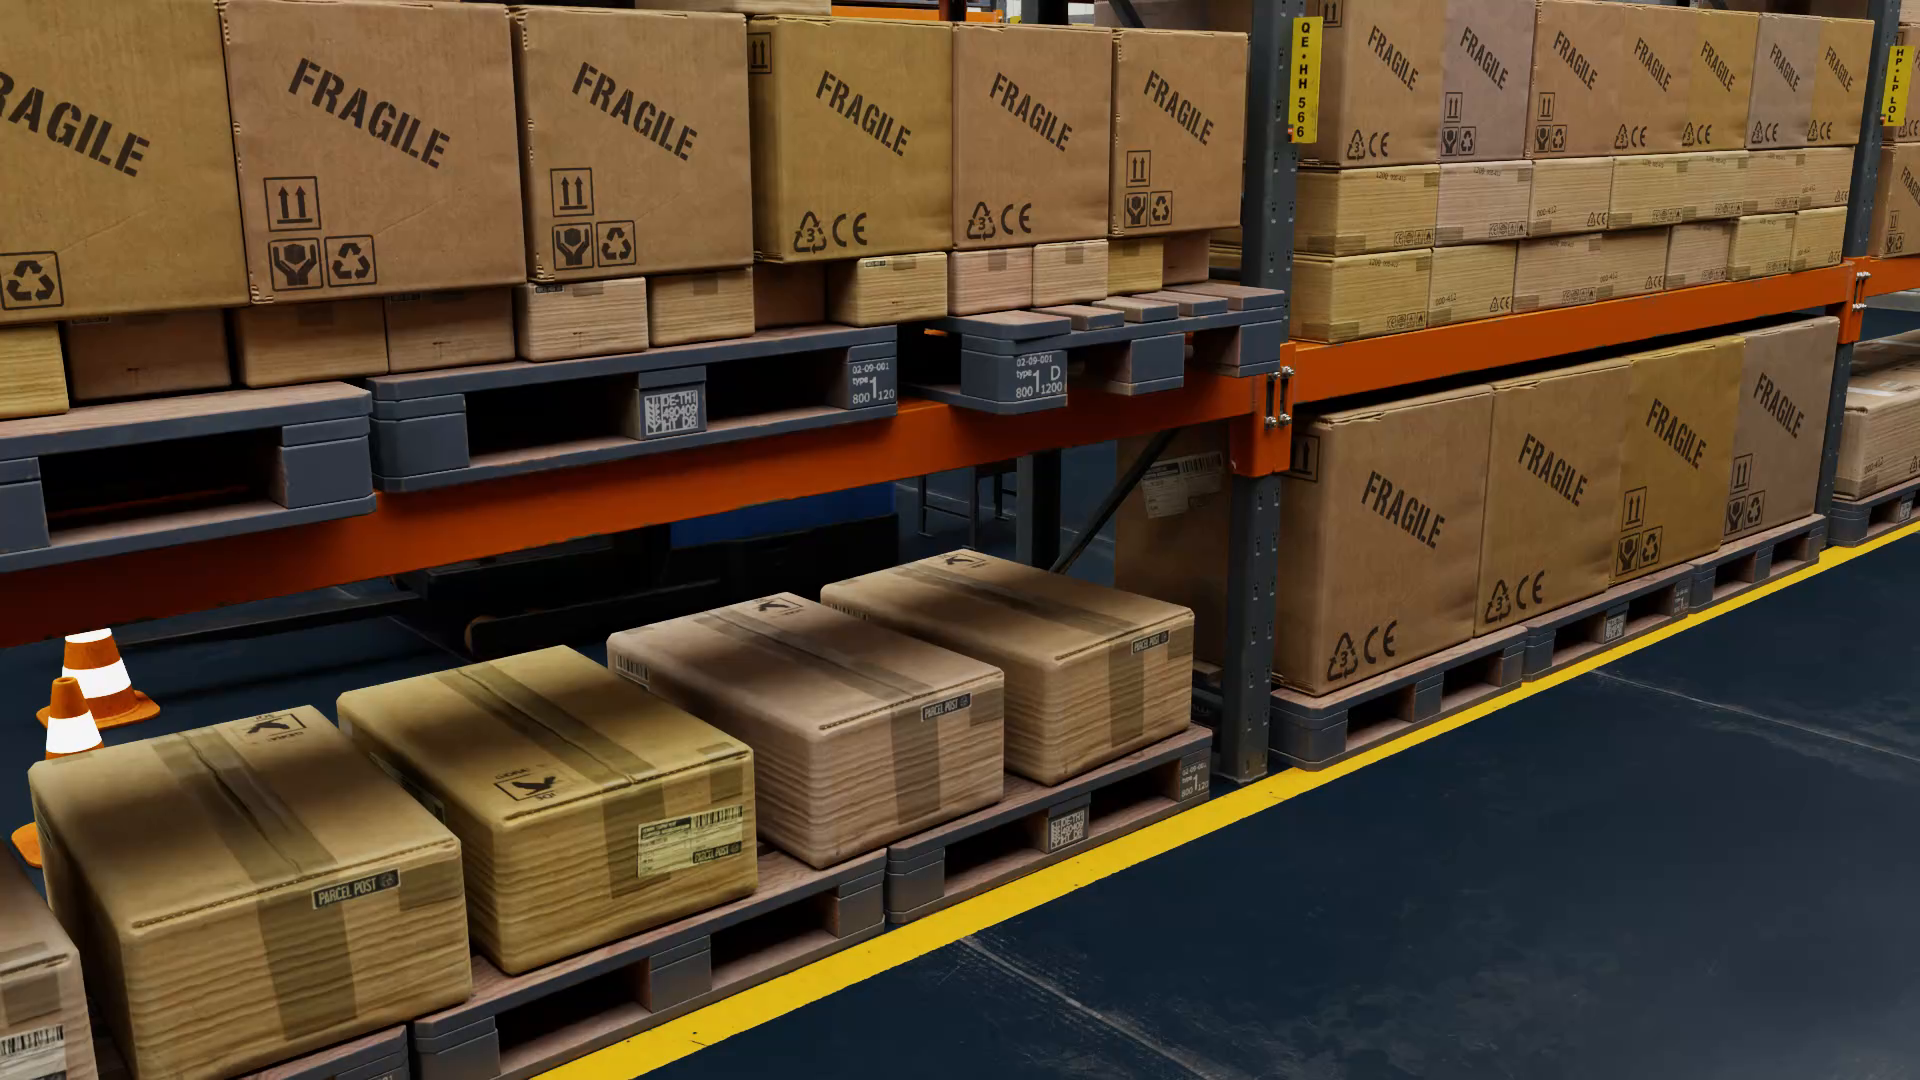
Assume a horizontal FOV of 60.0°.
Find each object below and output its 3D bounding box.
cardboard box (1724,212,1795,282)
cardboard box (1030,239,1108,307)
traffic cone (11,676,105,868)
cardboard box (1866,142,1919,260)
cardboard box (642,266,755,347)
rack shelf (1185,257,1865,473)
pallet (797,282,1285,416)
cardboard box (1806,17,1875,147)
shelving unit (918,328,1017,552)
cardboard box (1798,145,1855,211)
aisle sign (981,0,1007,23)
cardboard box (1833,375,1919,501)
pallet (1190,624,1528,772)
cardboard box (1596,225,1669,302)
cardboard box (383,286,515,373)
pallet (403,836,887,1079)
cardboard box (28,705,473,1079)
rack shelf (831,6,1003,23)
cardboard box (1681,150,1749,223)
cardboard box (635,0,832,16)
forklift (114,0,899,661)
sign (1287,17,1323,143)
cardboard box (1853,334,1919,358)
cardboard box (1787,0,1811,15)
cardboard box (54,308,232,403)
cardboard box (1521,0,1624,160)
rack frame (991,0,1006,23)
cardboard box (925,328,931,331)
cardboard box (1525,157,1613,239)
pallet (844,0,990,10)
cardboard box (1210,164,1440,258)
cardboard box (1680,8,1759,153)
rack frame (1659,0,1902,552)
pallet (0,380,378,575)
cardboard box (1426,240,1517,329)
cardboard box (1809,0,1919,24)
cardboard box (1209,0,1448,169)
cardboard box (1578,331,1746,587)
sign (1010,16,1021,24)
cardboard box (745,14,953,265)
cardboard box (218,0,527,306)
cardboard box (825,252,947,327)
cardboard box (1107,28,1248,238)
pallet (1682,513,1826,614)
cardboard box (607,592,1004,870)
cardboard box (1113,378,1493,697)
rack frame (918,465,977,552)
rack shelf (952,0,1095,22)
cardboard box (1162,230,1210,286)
[{"bbox_3d":[3.019,-1.210,6.757,0.500,0.250,0.500,-13,20,-40],"label":"cardboard box"},{"bbox_3d":[0.151,-0.685,4.175,0.250,0.149,0.380,-13,20,-40],"label":"cardboard box"},{"bbox_3d":[-2.442,0.605,4.588,0.334,0.463,0.336,-13,19,-39],"label":"traffic cone"},{"bbox_3d":[4.103,-1.570,7.622,0.500,0.500,0.500,-12,19,-38],"label":"cardboard box"},{"bbox_3d":[-0.650,-0.518,3.549,0.250,0.149,0.380,-13,20,-41],"label":"cardboard box"},{"bbox_3d":[2.068,-0.807,6.352,4.000,0.370,1.077,-13,19,-39],"label":"rack shelf"},{"bbox_3d":[0.092,-0.581,4.486,1.003,0.211,1.213,-13,19,-39],"label":"pallet"},{"bbox_3d":[3.405,-1.900,6.920,0.500,0.500,0.500,-12,19,-38],"label":"cardboard box"},{"bbox_3d":[0.125,-1.042,7.584,0.503,2.100,0.431,-13,19,-39],"label":"shelving unit"},{"bbox_3d":[3.404,-1.540,7.026,0.500,0.250,0.500,-13,20,-39],"label":"cardboard box"},{"bbox_3d":[0.340,-5.310,16.779,0.004,0.787,0.394,-13,19,-39],"label":"aisle sign"},{"bbox_3d":[4.121,-0.544,8.124,0.875,0.438,0.875,-13,20,-40],"label":"cardboard box"},{"bbox_3d":[1.203,0.413,5.796,1.213,0.211,1.003,-13,19,-39],"label":"pallet"},{"bbox_3d":[2.239,-1.040,6.120,0.500,0.250,0.500,-13,19,-39],"label":"cardboard box"},{"bbox_3d":[-1.067,-0.432,3.228,0.250,0.149,0.380,-12,19,-39],"label":"cardboard box"},{"bbox_3d":[-0.951,0.869,4.087,1.213,0.211,1.003,-13,19,-39],"label":"pallet"},{"bbox_3d":[-1.524,0.717,3.532,0.625,0.372,0.950,-11,19,-36],"label":"cardboard box"},{"bbox_3d":[-1.420,-4.863,15.725,4.000,0.370,1.077,-13,19,-39],"label":"rack shelf"},{"bbox_3d":[2.645,-1.365,6.371,0.500,0.250,0.500,-12,19,-38],"label":"cardboard box"},{"bbox_3d":[-0.490,-1.192,3.559,0.250,0.149,0.380,-14,20,-42],"label":"cardboard box"},{"bbox_3d":[-1.771,-1.129,6.296,3.031,2.935,1.130,-10,18,-32],"label":"forklift"},{"bbox_3d":[0.923,-1.233,4.462,0.005,0.325,0.100,-13,19,-39],"label":"sign"},{"bbox_3d":[5.477,-0.848,9.263,0.875,0.438,0.875,-12,19,-38],"label":"cardboard box"},{"bbox_3d":[3.870,-2.476,7.818,0.250,0.149,0.380,-12,19,-38],"label":"cardboard box"},{"bbox_3d":[-1.476,-0.355,2.940,0.250,0.149,0.380,-11,19,-36],"label":"cardboard box"},{"bbox_3d":[1.860,-1.553,5.622,0.500,0.500,0.500,-12,19,-38],"label":"cardboard box"},{"bbox_3d":[0.089,-4.100,17.287,0.127,3.000,1.000,-13,19,-39],"label":"rack frame"},{"bbox_3d":[-0.529,-1.174,10.362,0.500,0.500,0.500,-13,20,-41],"label":"cardboard box"},{"bbox_3d":[1.878,-1.192,5.721,0.500,0.250,0.500,-13,20,-40],"label":"cardboard box"},{"bbox_3d":[-0.464,-5.379,16.434,1.213,0.211,1.003,-13,19,-39],"label":"pallet"},{"bbox_3d":[1.104,-1.022,5.087,0.500,0.250,0.500,-13,20,-40],"label":"cardboard box"},{"bbox_3d":[2.624,-1.729,6.279,0.500,0.500,0.500,-12,19,-38],"label":"cardboard box"},{"bbox_3d":[3.577,-1.493,7.528,0.127,3.000,1.000,-13,19,-39],"label":"rack frame"},{"bbox_3d":[-1.786,-0.146,2.858,1.213,0.211,1.003,-13,19,-39],"label":"pallet"},{"bbox_3d":[1.469,-0.868,5.476,0.500,0.250,0.500,-13,20,-41],"label":"cardboard box"},{"bbox_3d":[3.985,-2.341,7.313,0.250,0.149,0.380,-13,20,-40],"label":"cardboard box"},{"bbox_3d":[1.092,-1.383,4.984,0.500,0.500,0.500,-14,20,-41],"label":"cardboard box"},{"bbox_3d":[2.485,-0.394,6.718,0.875,0.875,0.875,-12,19,-38],"label":"cardboard box"},{"bbox_3d":[0.192,-1.483,5.244,0.005,0.325,0.100,-13,19,-39],"label":"sign"},{"bbox_3d":[-0.364,-0.904,3.738,0.500,0.500,0.500,-14,21,-43],"label":"cardboard box"},{"bbox_3d":[-1.157,-0.723,3.059,0.500,0.500,0.500,-13,20,-40],"label":"cardboard box"},{"bbox_3d":[-0.243,-0.594,3.836,0.250,0.149,0.380,-12,19,-38],"label":"cardboard box"},{"bbox_3d":[0.399,-1.079,4.395,0.500,0.500,0.500,-13,20,-41],"label":"cardboard box"},{"bbox_3d":[3.044,-0.001,7.343,1.213,0.211,1.003,-13,19,-39],"label":"pallet"},{"bbox_3d":[-0.425,0.471,4.451,0.625,0.372,0.950,-13,20,-40],"label":"cardboard box"},{"bbox_3d":[1.135,-0.093,5.589,0.875,0.875,0.875,-13,20,-40],"label":"cardboard box"},{"bbox_3d":[-0.059,-1.001,7.429,0.015,2.100,0.400,-13,19,-39],"label":"rack frame"},{"bbox_3d":[1.760,-3.880,12.046,4.000,0.370,1.077,-13,19,-39],"label":"rack shelf"},{"bbox_3d":[0.466,-0.796,4.590,0.250,0.149,0.380,-12,19,-37],"label":"cardboard box"}]
